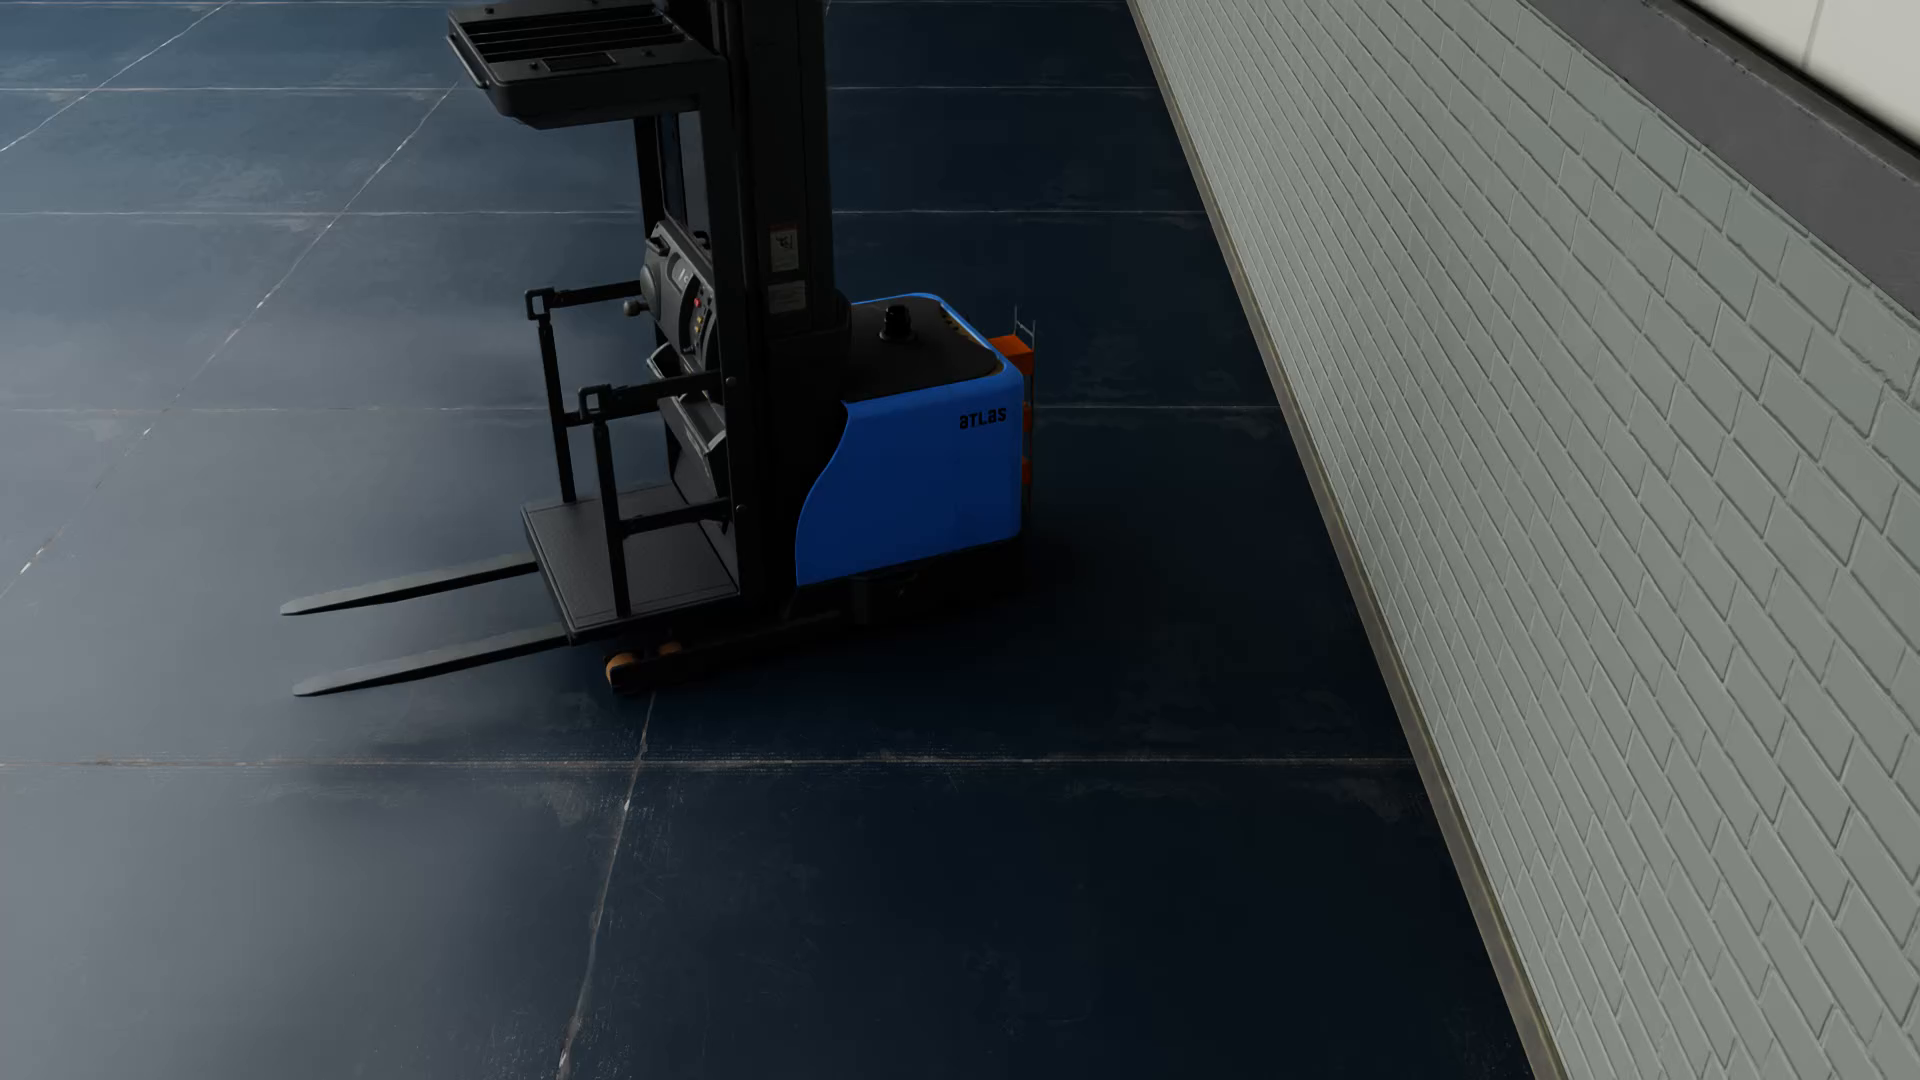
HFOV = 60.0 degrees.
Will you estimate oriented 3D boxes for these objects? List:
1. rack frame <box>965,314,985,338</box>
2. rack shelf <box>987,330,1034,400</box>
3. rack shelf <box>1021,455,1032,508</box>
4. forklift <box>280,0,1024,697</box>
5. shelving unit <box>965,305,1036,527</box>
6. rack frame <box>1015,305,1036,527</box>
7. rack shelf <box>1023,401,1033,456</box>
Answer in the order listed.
[{"bbox_3d":[0.067,-0.507,7.573,0.008,1.050,0.200,-13,34,-20],"label":"rack frame"},{"bbox_3d":[0.179,-0.766,7.474,0.240,0.259,0.215,-13,34,-20],"label":"rack shelf"},{"bbox_3d":[0.179,-0.286,7.765,0.240,0.259,0.215,-13,34,-20],"label":"rack shelf"},{"bbox_3d":[-1.286,-0.942,6.477,3.031,2.935,1.130,-13,34,-20],"label":"forklift"},{"bbox_3d":[0.179,-0.532,7.615,0.252,1.050,0.215,-13,34,-20],"label":"shelving unit"},{"bbox_3d":[0.291,-0.558,7.657,0.008,1.050,0.200,-13,34,-20],"label":"rack frame"},{"bbox_3d":[0.179,-0.523,7.621,0.240,0.259,0.215,-13,34,-20],"label":"rack shelf"}]
